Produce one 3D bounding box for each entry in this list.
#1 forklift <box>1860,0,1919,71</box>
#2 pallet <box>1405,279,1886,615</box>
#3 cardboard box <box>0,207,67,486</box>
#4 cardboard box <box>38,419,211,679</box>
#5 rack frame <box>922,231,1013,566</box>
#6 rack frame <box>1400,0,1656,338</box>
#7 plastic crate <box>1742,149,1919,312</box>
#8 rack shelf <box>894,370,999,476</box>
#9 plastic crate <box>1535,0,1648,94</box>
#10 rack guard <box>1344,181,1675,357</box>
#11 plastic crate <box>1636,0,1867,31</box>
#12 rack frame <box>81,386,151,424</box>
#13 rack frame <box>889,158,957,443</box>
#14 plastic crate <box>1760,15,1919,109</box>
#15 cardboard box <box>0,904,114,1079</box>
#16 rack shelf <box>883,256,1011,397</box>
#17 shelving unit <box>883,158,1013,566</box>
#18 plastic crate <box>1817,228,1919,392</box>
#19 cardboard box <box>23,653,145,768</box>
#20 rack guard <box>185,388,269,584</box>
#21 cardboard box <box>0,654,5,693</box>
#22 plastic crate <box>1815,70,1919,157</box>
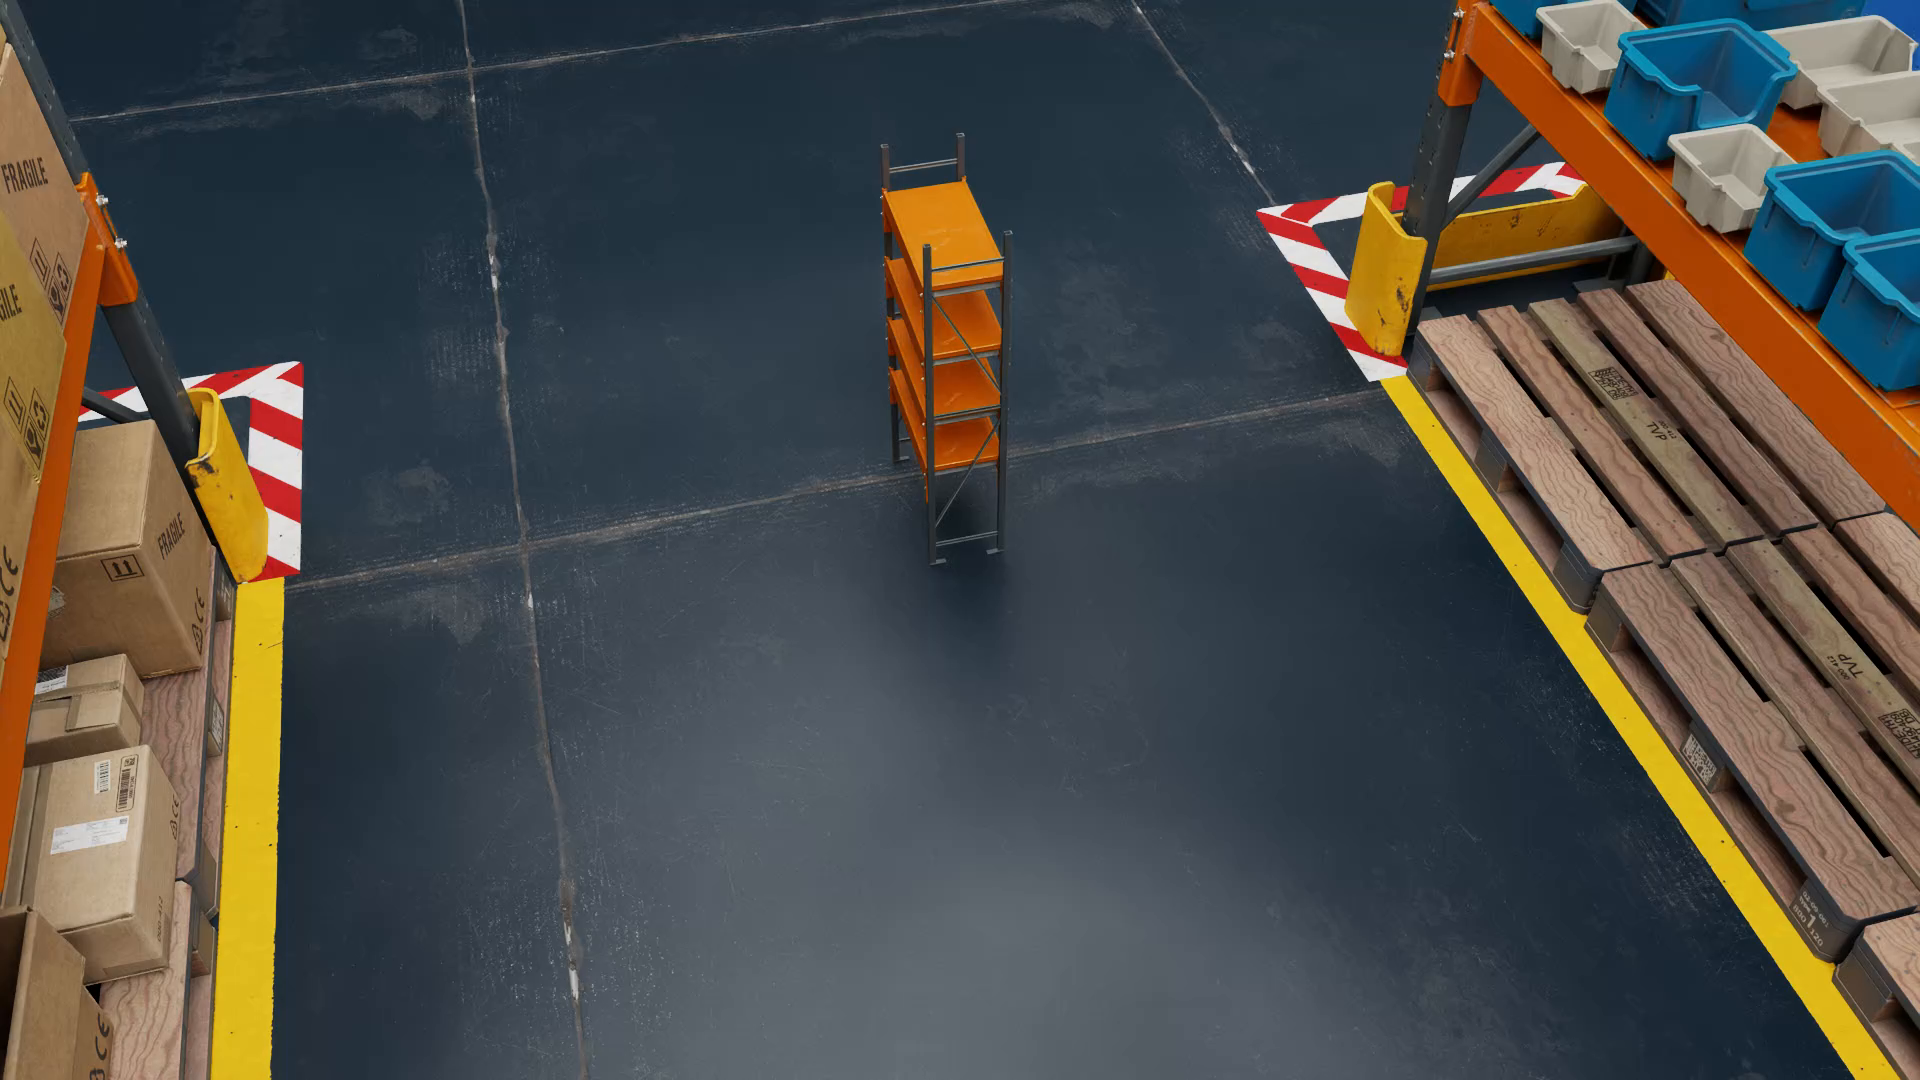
[{"bbox_3d":[4.491,-1.863,5.023,1.130,2.935,3.031,-18,48,-17],"label":"forklift"},{"bbox_3d":[2.191,-0.346,5.442,1.003,0.211,1.213,-11,47,-10],"label":"pallet"},{"bbox_3d":[-2.258,-0.414,3.485,0.500,0.500,0.500,-10,46,-10],"label":"cardboard box"},{"bbox_3d":[-2.395,0.056,4.538,0.500,0.500,0.500,-11,47,-10],"label":"cardboard box"},{"bbox_3d":[0.020,-0.366,4.768,0.240,1.200,0.015,-11,47,-10],"label":"rack frame"},{"bbox_3d":[2.017,-1.899,5.011,1.000,3.000,0.127,-11,47,-10],"label":"rack frame"},{"bbox_3d":[2.099,-0.722,3.932,0.416,0.233,0.300,-11,47,-10],"label":"plastic crate"},{"bbox_3d":[-0.042,-0.376,5.095,0.221,0.050,0.457,-11,47,-10],"label":"rack shelf"},{"bbox_3d":[1.764,-1.360,4.626,0.250,0.136,0.298,-11,47,-10],"label":"plastic crate"},{"bbox_3d":[1.998,-1.038,5.917,1.175,0.500,0.348,-11,47,-10],"label":"rack guard"},{"bbox_3d":[2.283,-1.735,4.784,0.616,0.435,0.499,-11,47,-10],"label":"plastic crate"},{"bbox_3d":[-2.775,-0.995,4.125,0.949,2.616,0.053,-11,47,-10],"label":"rack frame"},{"bbox_3d":[-0.104,-0.703,5.099,0.228,1.046,0.006,-11,47,-10],"label":"rack frame"},{"bbox_3d":[2.401,-1.298,4.564,0.396,0.136,0.243,-11,47,-10],"label":"plastic crate"},{"bbox_3d":[-2.234,1.189,3.424,0.797,0.503,0.637,-11,47,-10],"label":"cardboard box"},{"bbox_3d":[-0.042,-0.644,4.822,0.258,0.148,0.480,-11,47,-10],"label":"rack shelf"},{"bbox_3d":[-0.042,-0.533,4.932,0.258,1.200,0.499,-11,47,-10],"label":"shelving unit"},{"bbox_3d":[2.176,-0.514,3.729,0.416,0.233,0.300,-11,47,-10],"label":"plastic crate"},{"bbox_3d":[-2.378,0.468,4.367,0.380,0.166,0.250,-11,47,-10],"label":"cardboard box"},{"bbox_3d":[-2.753,-0.068,4.967,1.175,0.500,0.348,-11,47,-10],"label":"rack guard"},{"bbox_3d":[-2.007,0.280,2.806,0.500,0.500,0.500,-11,47,-11],"label":"cardboard box"},{"bbox_3d":[2.461,-1.095,4.365,0.396,0.136,0.243,-11,47,-10],"label":"plastic crate"}]
